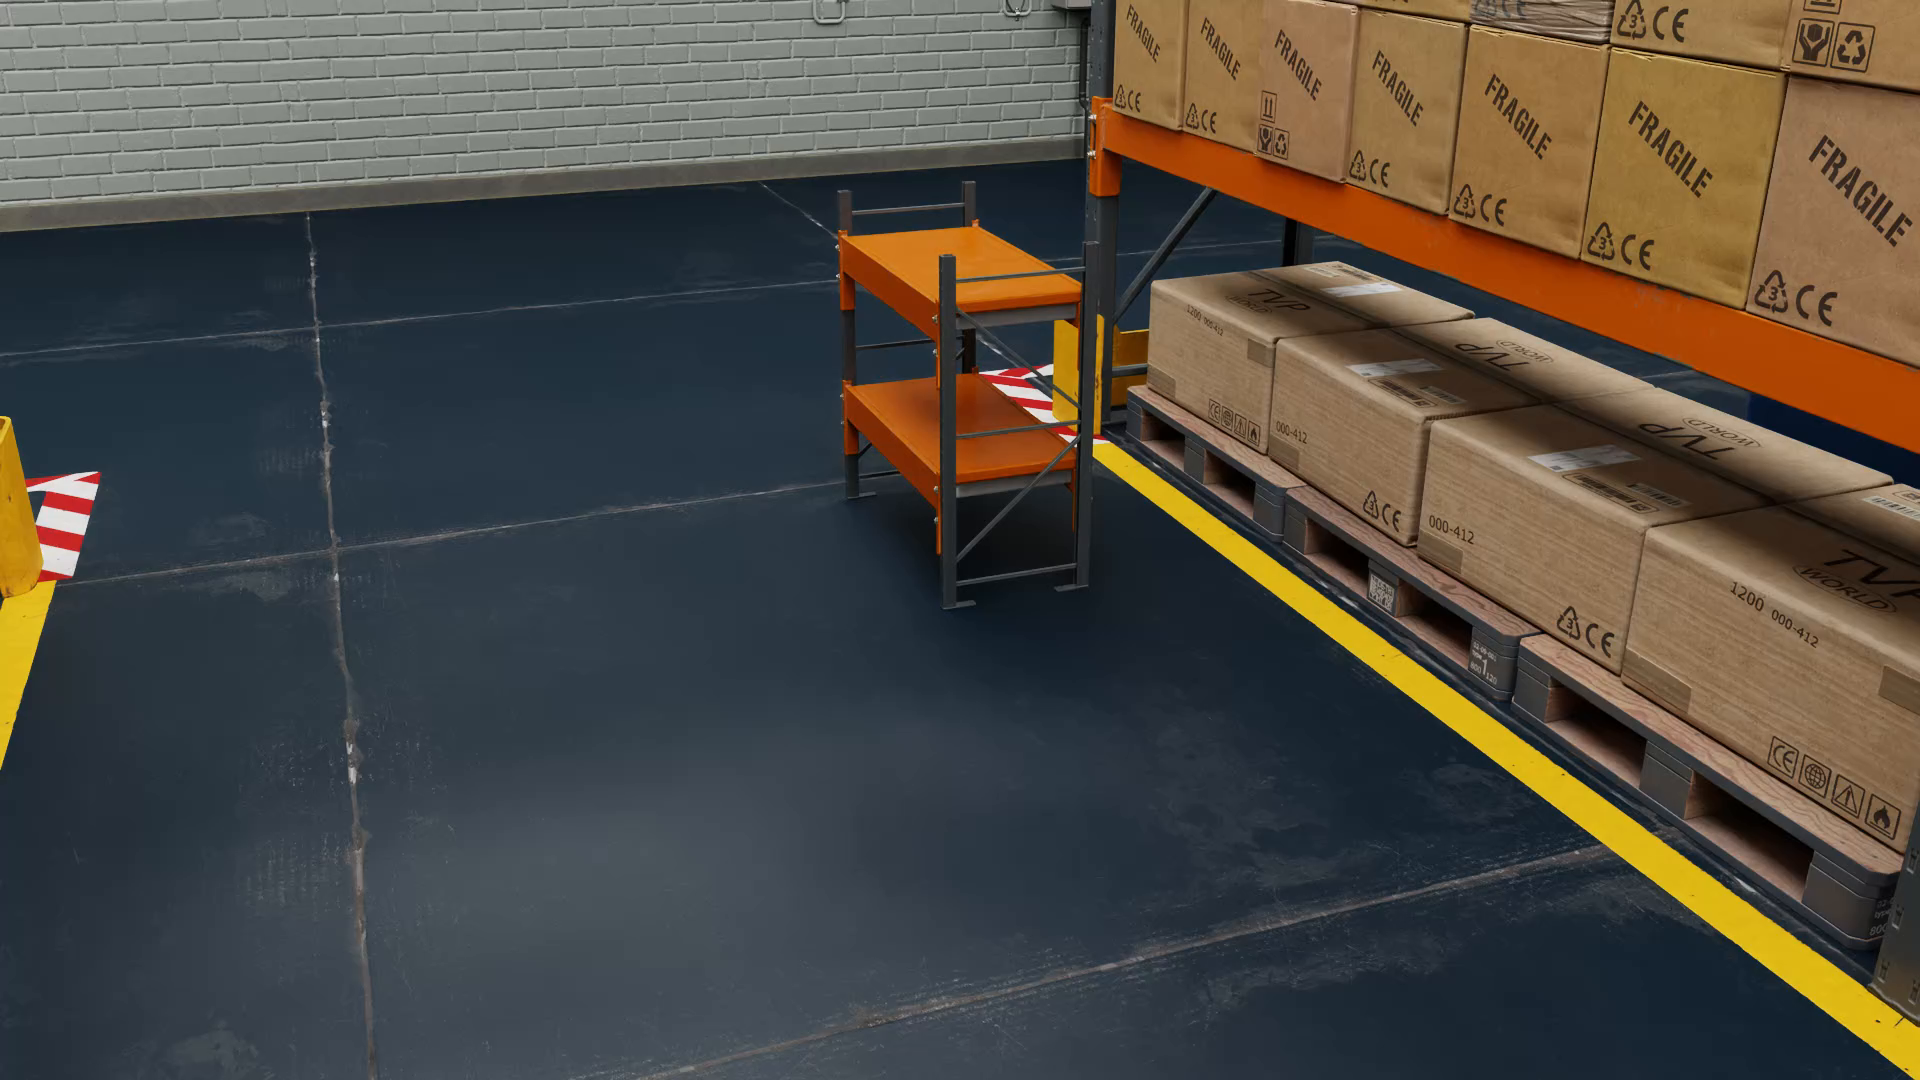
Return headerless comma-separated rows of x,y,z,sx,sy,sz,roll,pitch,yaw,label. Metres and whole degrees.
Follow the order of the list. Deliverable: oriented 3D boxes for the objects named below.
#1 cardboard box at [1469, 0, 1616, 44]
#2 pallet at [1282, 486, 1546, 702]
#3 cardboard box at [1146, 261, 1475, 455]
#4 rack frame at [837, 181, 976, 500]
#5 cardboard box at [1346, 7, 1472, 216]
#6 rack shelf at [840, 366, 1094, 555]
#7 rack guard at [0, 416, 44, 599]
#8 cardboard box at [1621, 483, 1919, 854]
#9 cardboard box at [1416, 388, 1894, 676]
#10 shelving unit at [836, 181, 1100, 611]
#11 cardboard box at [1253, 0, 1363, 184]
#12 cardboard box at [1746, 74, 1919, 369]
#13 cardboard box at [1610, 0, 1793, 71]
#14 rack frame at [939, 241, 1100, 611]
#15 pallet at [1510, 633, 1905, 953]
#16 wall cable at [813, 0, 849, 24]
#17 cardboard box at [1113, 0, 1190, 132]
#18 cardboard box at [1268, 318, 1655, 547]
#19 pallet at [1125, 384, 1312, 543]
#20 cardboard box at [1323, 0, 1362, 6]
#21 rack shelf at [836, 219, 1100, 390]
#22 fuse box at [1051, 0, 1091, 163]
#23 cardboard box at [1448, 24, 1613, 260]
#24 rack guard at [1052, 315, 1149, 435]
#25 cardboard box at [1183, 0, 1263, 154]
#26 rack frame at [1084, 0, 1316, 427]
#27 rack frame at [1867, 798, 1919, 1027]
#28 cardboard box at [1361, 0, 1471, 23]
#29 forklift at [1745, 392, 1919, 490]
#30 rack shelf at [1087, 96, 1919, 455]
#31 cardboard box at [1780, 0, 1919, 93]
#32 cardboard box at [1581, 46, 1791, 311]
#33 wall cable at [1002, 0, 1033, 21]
1.613,-1.489,4.006,0.500,0.500,0.500,-8,24,-18,cardboard box
1.768,0.074,5.303,1.003,0.211,1.213,-8,24,-19,pallet
1.312,-0.720,6.355,0.875,0.438,0.875,-9,25,-21,cardboard box
-0.182,-0.705,5.976,0.500,1.125,0.032,-8,24,-19,rack frame
1.447,-1.219,4.650,0.500,0.500,0.500,-8,24,-17,cardboard box
-0.002,-0.295,5.632,0.538,0.278,1.000,-8,24,-19,rack shelf
-3.583,-0.038,5.196,1.175,0.500,0.348,-8,24,-19,rack guard
2.277,0.264,4.019,0.875,0.438,0.875,-9,24,-20,cardboard box
1.960,-0.061,4.790,0.875,0.438,0.875,-9,25,-21,cardboard box
-0.002,-0.521,5.537,0.538,1.125,1.048,-8,24,-19,shelving unit
1.254,-1.398,5.077,0.500,0.500,0.500,-8,24,-19,cardboard box
1.996,-0.659,3.324,0.500,0.500,0.500,-8,24,-19,cardboard box
1.802,-1.306,3.570,0.500,0.500,0.500,-9,24,-20,cardboard box
0.177,-0.336,5.099,0.500,1.125,0.032,-8,24,-19,rack frame
2.203,0.518,4.249,1.003,0.211,1.213,-8,24,-19,pallet
-1.028,-4.462,11.125,0.585,1.953,0.123,-8,24,-19,wall cable
0.886,-1.766,5.948,0.500,0.500,0.500,-9,24,-19,cardboard box
1.643,-0.389,5.568,0.875,0.438,0.875,-8,24,-18,cardboard box
1.341,-0.369,6.353,1.003,0.211,1.213,-8,24,-19,pallet
1.267,-1.854,4.870,0.500,0.500,0.500,-9,24,-19,cardboard box
-0.002,-0.791,5.424,0.538,0.278,1.000,-8,24,-19,rack shelf
0.988,-3.620,12.137,0.539,1.711,0.414,-8,24,-19,fuse box
1.617,-1.026,4.194,0.500,0.500,0.500,-9,24,-20,cardboard box
0.977,-0.790,6.981,1.175,0.500,0.348,-8,24,-19,rack guard
1.091,-1.586,5.521,0.500,0.500,0.500,-9,24,-20,cardboard box
0.986,-1.933,6.475,1.000,3.000,0.127,-8,24,-19,rack frame
2.399,-0.480,3.027,1.000,3.000,0.127,-8,24,-19,rack frame
1.444,-1.673,4.441,0.500,0.500,0.500,-8,24,-19,cardboard box
3.700,-0.952,4.236,1.130,2.935,3.031,-8,24,-19,forklift
1.692,-0.875,4.890,1.077,0.370,4.000,-8,24,-19,rack shelf
1.974,-1.120,3.130,0.500,0.500,0.500,-9,24,-19,cardboard box
1.809,-0.846,3.766,0.500,0.500,0.500,-9,24,-20,cardboard box
0.294,-4.646,11.603,0.588,1.984,0.122,-8,24,-19,wall cable
